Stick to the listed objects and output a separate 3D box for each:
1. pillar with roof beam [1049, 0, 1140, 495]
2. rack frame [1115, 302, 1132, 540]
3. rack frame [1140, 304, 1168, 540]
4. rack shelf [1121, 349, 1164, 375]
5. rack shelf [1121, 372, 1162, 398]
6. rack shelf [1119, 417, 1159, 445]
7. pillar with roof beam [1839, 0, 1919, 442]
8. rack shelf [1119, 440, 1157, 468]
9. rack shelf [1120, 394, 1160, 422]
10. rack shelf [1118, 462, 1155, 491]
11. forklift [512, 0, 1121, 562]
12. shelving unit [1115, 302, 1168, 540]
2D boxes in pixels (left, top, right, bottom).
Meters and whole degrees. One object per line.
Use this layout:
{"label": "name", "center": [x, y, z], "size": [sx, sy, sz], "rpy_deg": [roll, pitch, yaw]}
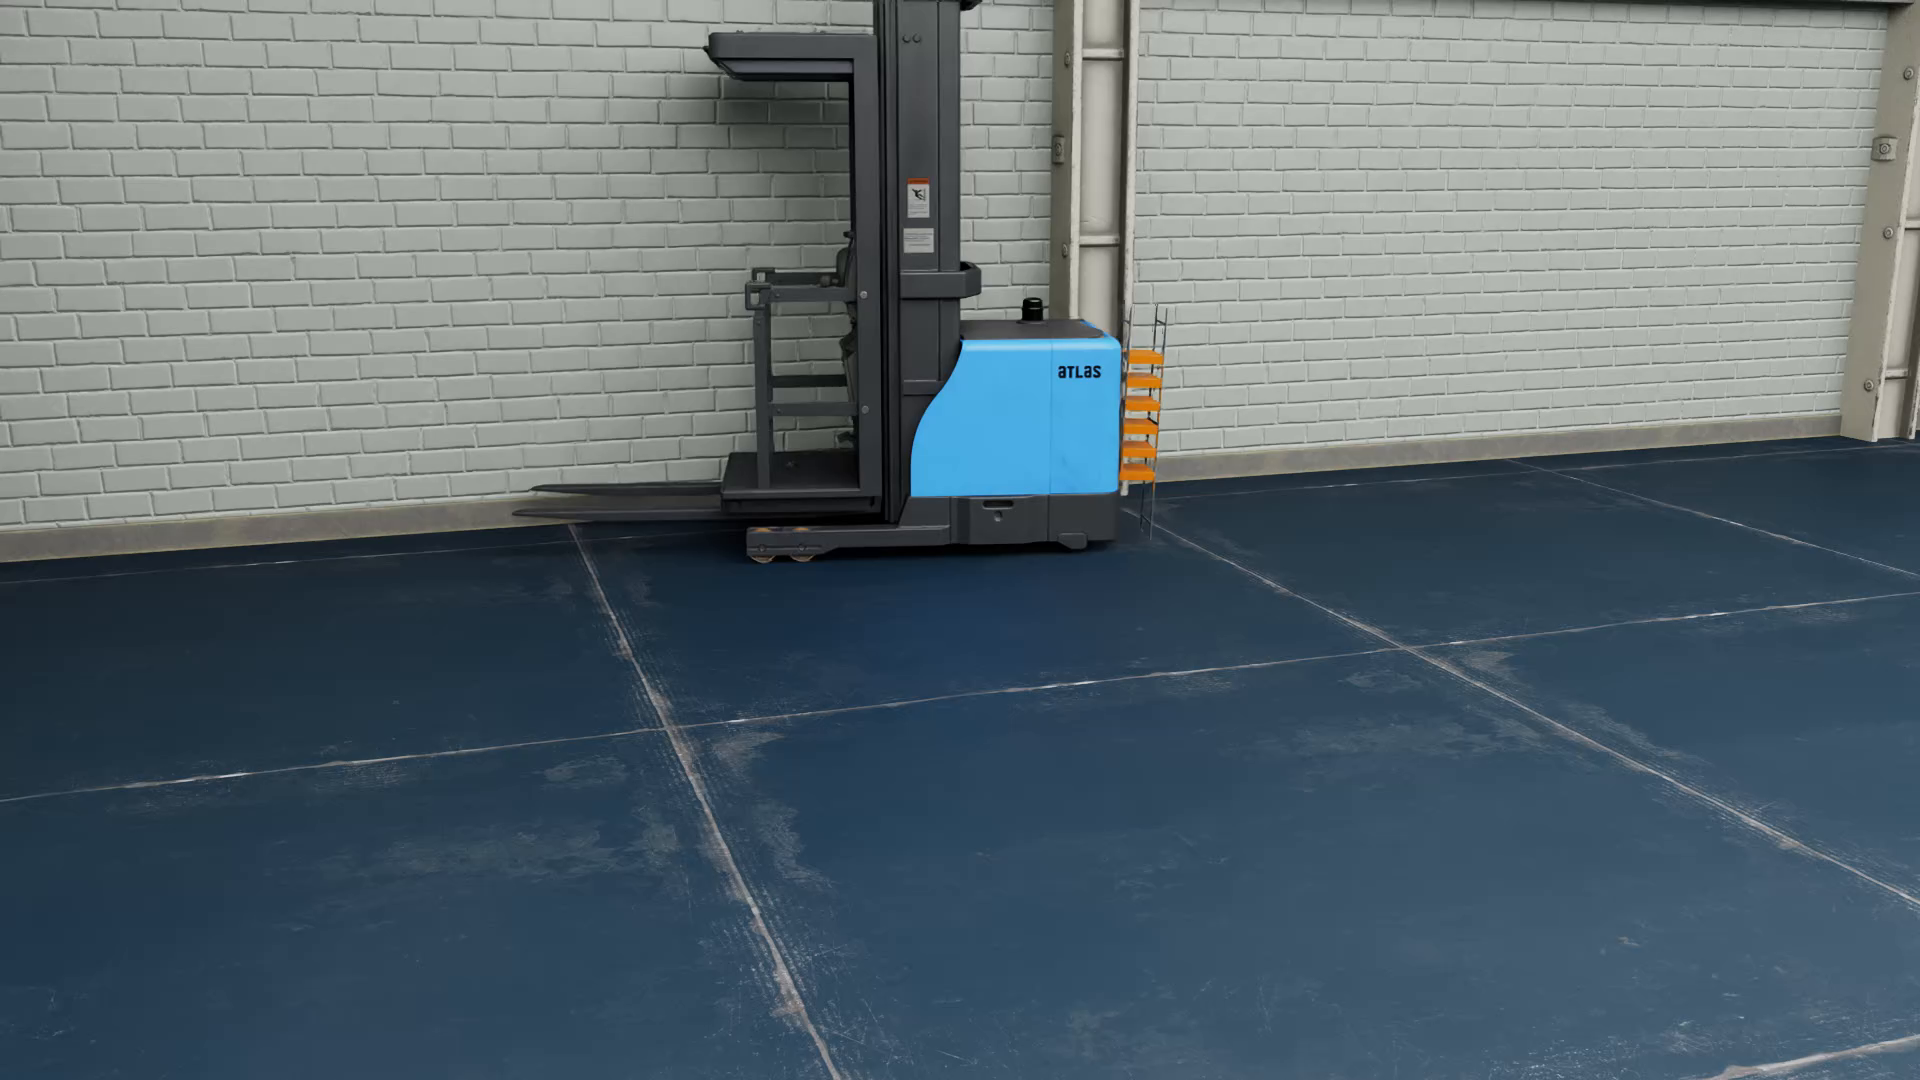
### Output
{"label": "pillar with roof beam", "center": [2.128, -3.719, 4.830], "size": [0.400, 9.000, 9.100], "rpy_deg": [-4, 14, -18]}
{"label": "rack frame", "center": [0.821, -0.613, 8.593], "size": [0.006, 1.200, 0.240], "rpy_deg": [1, 13, -7]}
{"label": "rack frame", "center": [1.002, -0.610, 8.615], "size": [0.006, 1.200, 0.240], "rpy_deg": [1, 13, -7]}
{"label": "rack shelf", "center": [0.926, -0.919, 8.533], "size": [0.180, 0.103, 0.258], "rpy_deg": [1, 13, -7]}
{"label": "rack shelf", "center": [0.920, -0.802, 8.560], "size": [0.180, 0.103, 0.258], "rpy_deg": [1, 13, -7]}
{"label": "rack shelf", "center": [0.910, -0.568, 8.614], "size": [0.180, 0.103, 0.258], "rpy_deg": [1, 13, -7]}
{"label": "pillar with roof beam", "center": [7.815, -4.162, 6.692], "size": [0.400, 9.000, 9.100], "rpy_deg": [-4, 14, -18]}
{"label": "rack shelf", "center": [0.904, -0.452, 8.642], "size": [0.180, 0.103, 0.258], "rpy_deg": [1, 13, -7]}
{"label": "rack shelf", "center": [0.915, -0.685, 8.587], "size": [0.180, 0.103, 0.258], "rpy_deg": [1, 13, -7]}
{"label": "rack shelf", "center": [0.899, -0.335, 8.669], "size": [0.180, 0.103, 0.258], "rpy_deg": [1, 13, -7]}
{"label": "forklift", "center": [-0.738, -1.445, 8.383], "size": [3.031, 2.935, 1.130], "rpy_deg": [-1, 13, -5]}
{"label": "shelving unit", "center": [0.912, -0.612, 8.604], "size": [0.189, 1.200, 0.258], "rpy_deg": [1, 13, -7]}
